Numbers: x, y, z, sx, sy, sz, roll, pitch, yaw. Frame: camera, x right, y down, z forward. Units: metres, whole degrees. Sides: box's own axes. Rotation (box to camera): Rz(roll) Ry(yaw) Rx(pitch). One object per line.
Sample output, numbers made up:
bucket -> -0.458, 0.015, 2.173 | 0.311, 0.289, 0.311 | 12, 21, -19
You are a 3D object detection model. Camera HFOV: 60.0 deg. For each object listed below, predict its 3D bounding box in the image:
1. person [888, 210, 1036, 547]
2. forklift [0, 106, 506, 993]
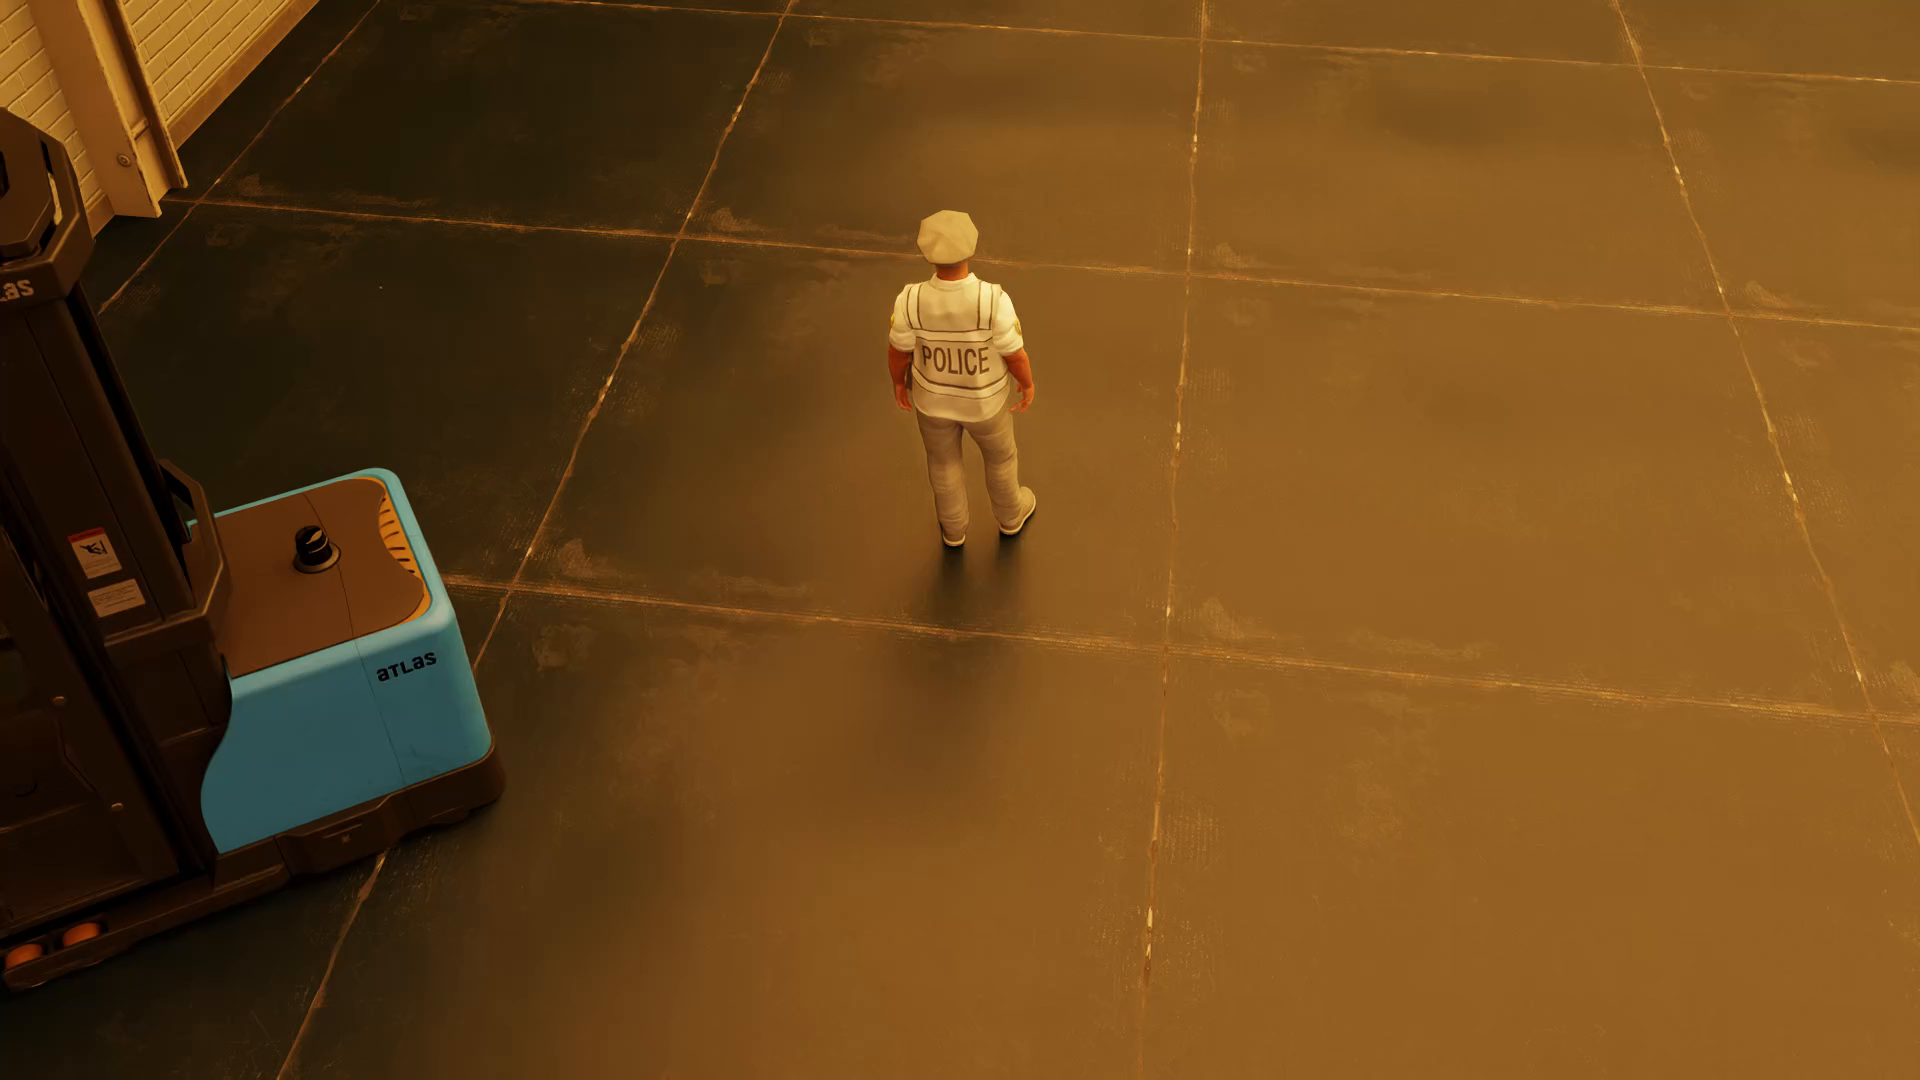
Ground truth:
person -> 0.022, -0.713, 7.339 | 0.641, 1.780, 0.574 | 5, 43, 6
forklift -> -3.381, 0.150, 5.561 | 3.031, 2.935, 1.130 | -19, 46, -20
